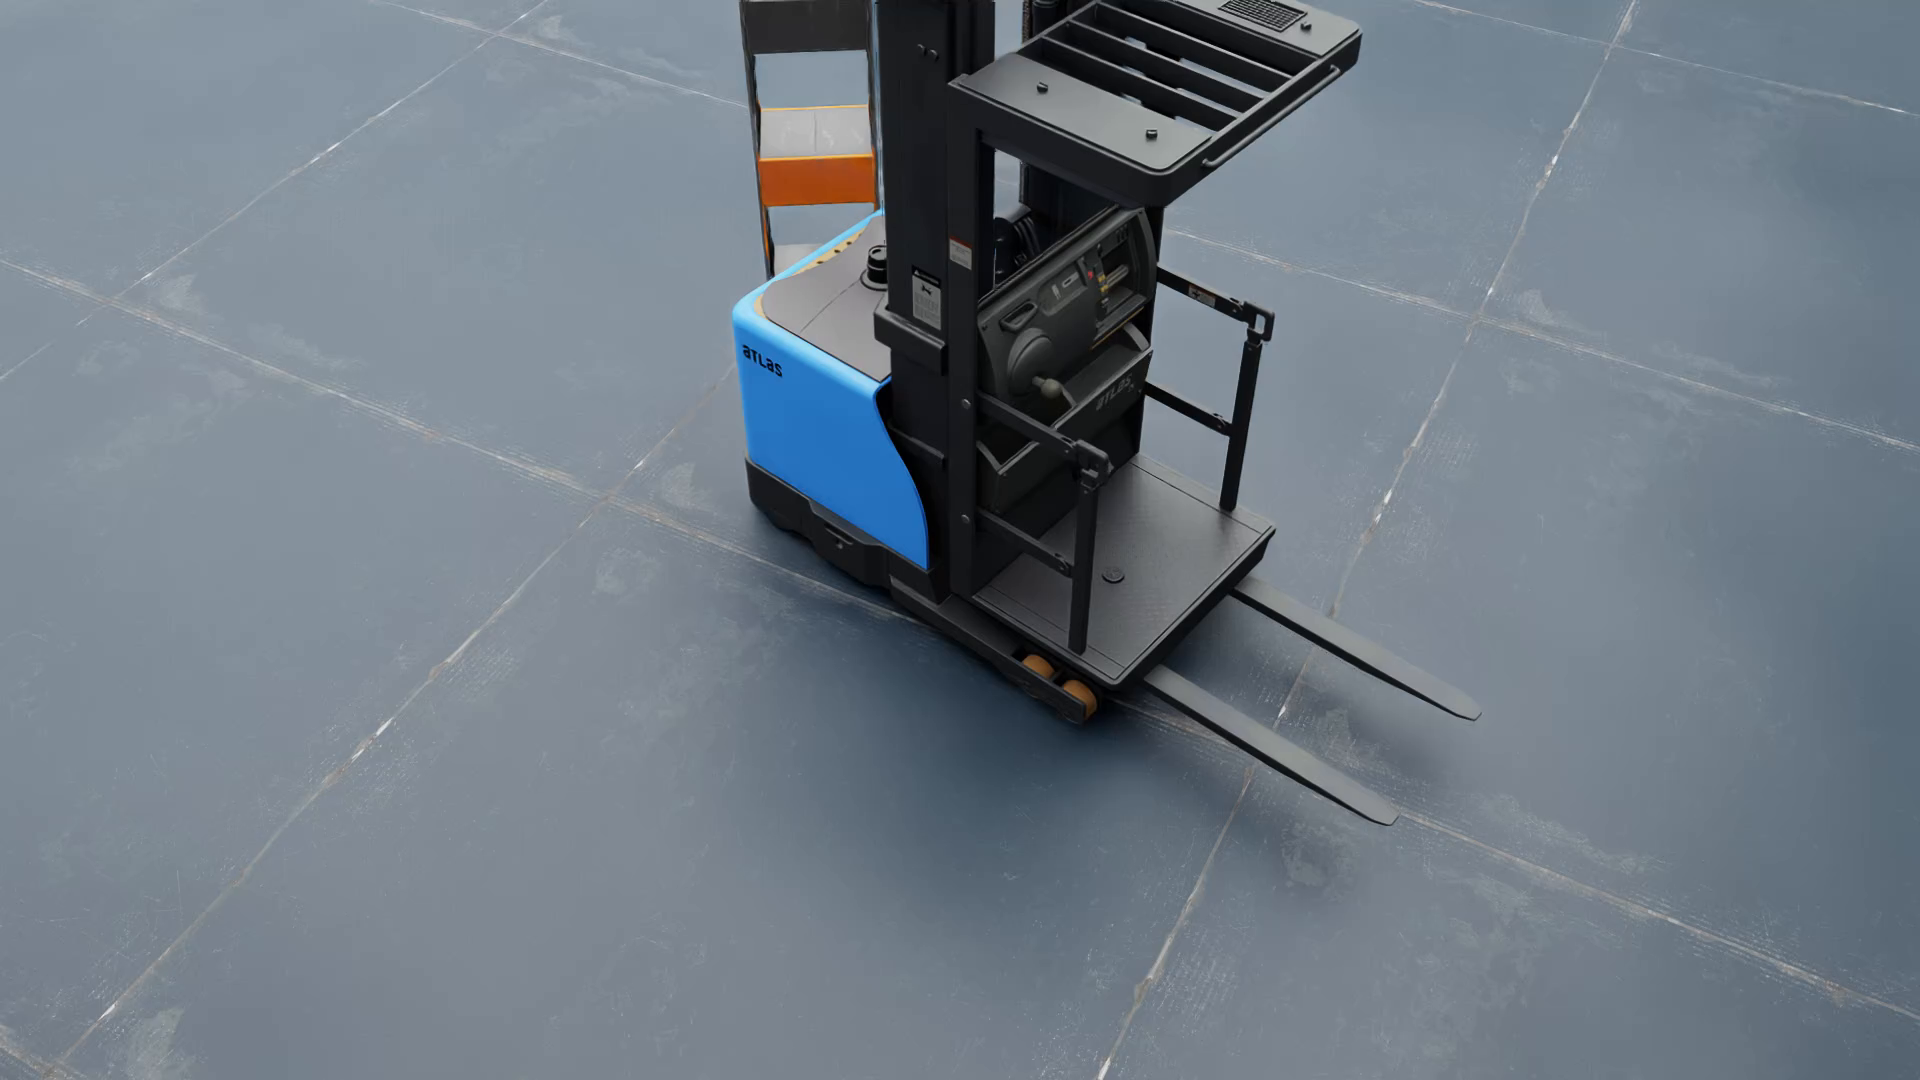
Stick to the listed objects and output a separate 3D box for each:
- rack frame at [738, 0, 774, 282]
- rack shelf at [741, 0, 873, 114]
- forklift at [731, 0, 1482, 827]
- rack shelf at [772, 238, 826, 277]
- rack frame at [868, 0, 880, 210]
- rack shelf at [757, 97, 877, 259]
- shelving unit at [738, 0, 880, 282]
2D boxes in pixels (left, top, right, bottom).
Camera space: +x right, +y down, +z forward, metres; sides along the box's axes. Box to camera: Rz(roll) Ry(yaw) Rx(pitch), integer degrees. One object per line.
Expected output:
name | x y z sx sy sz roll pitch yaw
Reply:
rack frame | -0.846 -1.542 7.078 0.015 2.100 0.400 -3 45 -3
rack shelf | -0.603 -2.038 6.603 0.480 0.518 0.431 -3 45 -3
forklift | 0.548 -0.762 5.723 3.031 2.935 1.130 31 53 27
rack shelf | -0.603 -1.054 7.598 0.480 0.518 0.431 -3 45 -3
rack frame | -0.360 -1.568 7.104 0.015 2.100 0.400 -3 45 -3
rack shelf | -0.603 -1.546 7.101 0.480 0.518 0.431 -3 45 -3
shelving unit | -0.603 -1.555 7.091 0.503 2.100 0.431 -3 45 -3
